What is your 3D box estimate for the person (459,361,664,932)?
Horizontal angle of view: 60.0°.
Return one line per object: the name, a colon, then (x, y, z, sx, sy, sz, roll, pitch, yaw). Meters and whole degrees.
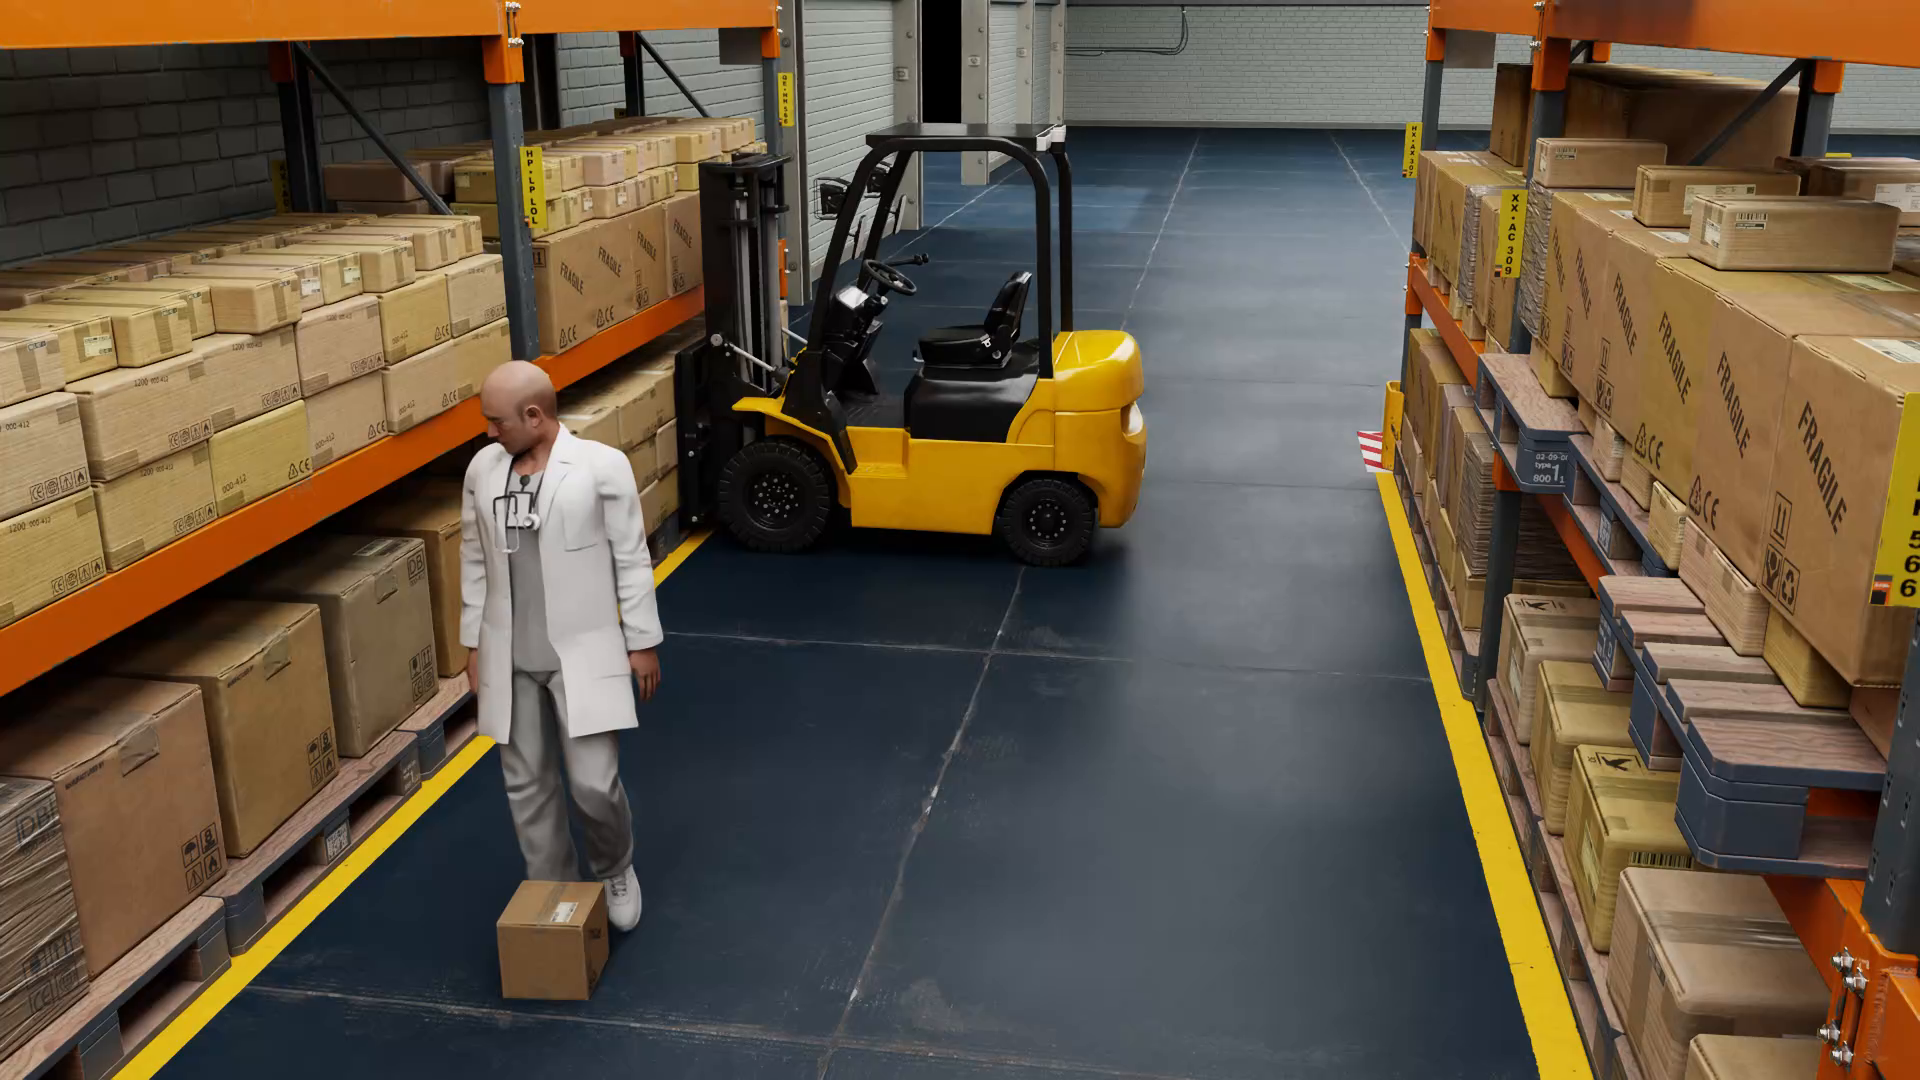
person: (-1.204, 0.356, 4.894, 0.616, 1.779, 0.484, 4, 18, 12)
